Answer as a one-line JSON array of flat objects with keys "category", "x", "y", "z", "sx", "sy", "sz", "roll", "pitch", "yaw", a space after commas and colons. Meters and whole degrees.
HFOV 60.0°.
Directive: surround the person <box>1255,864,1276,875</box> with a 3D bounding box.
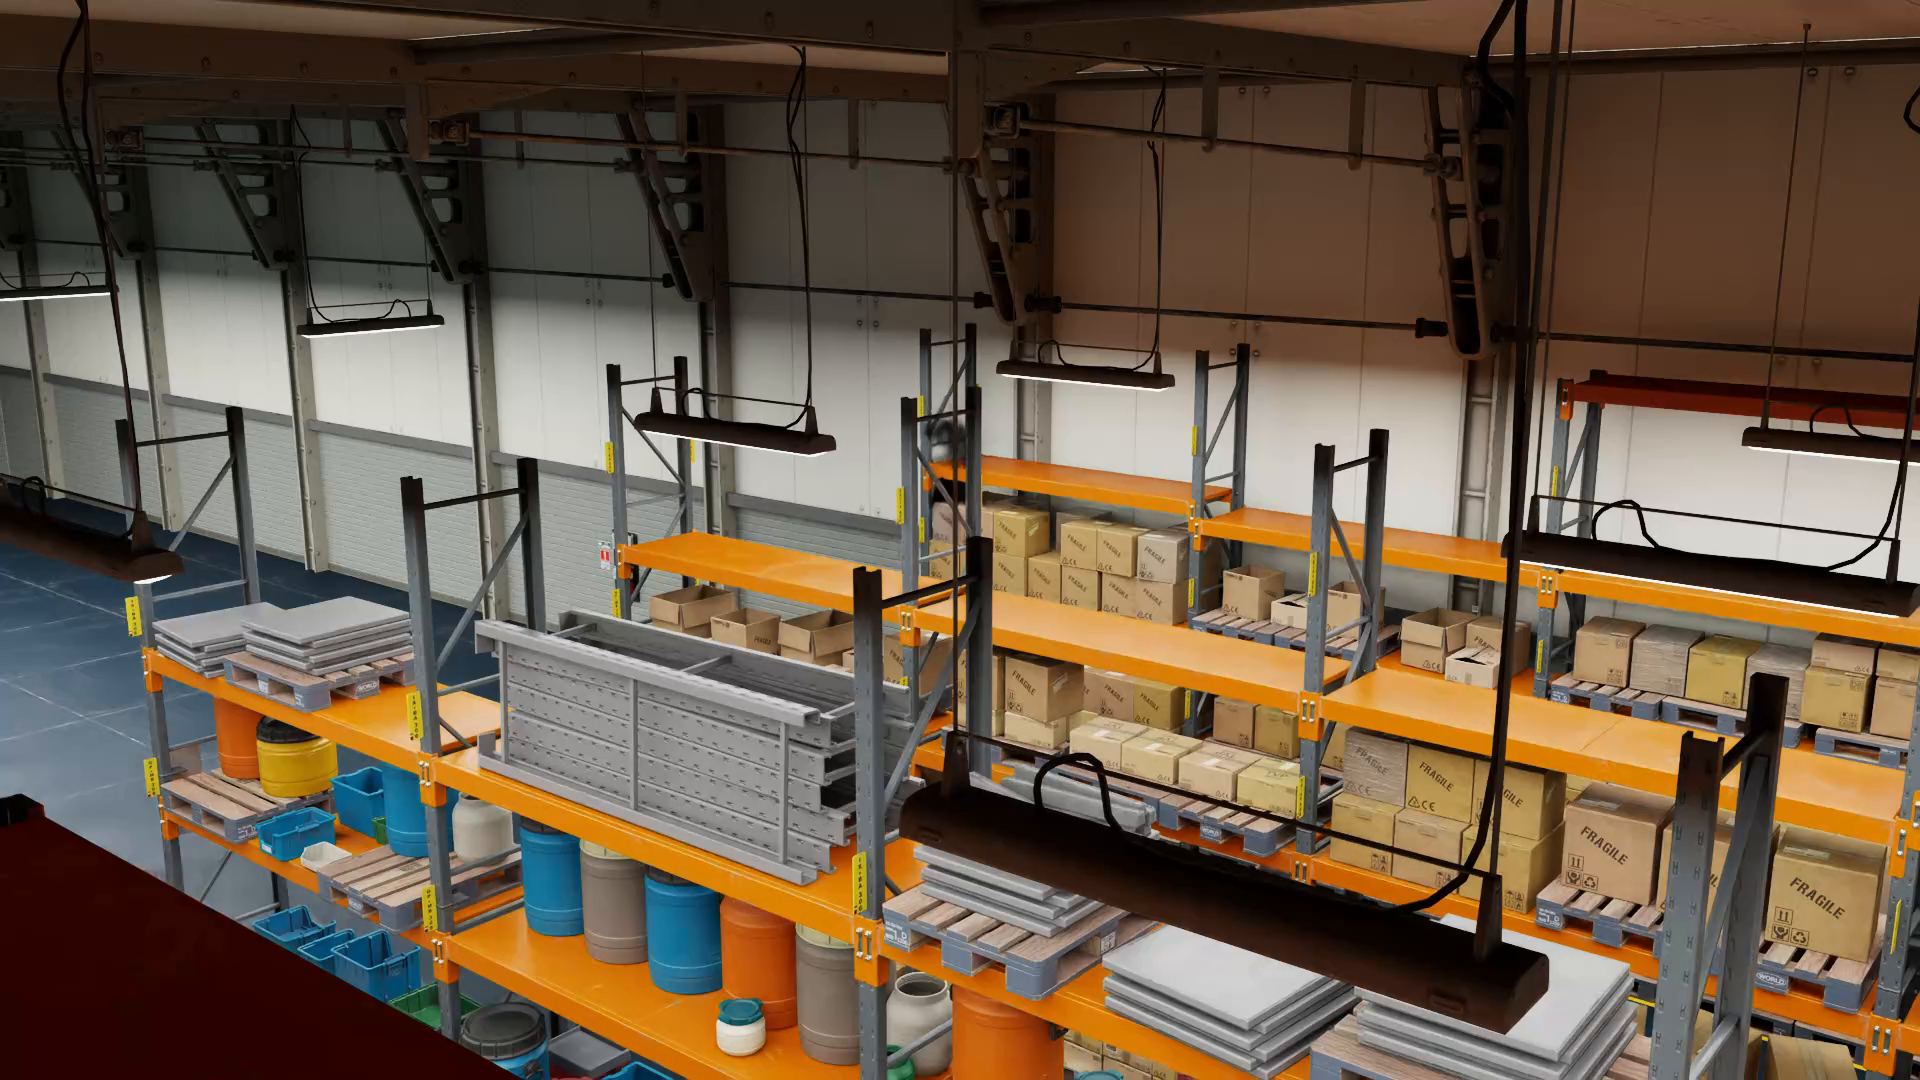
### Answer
[{"category": "person", "x": 2.882, "y": 3.810, "z": 15.763, "sx": 0.759, "sy": 1.628, "sz": 0.608, "roll": 6, "pitch": 14, "yaw": 26}]
